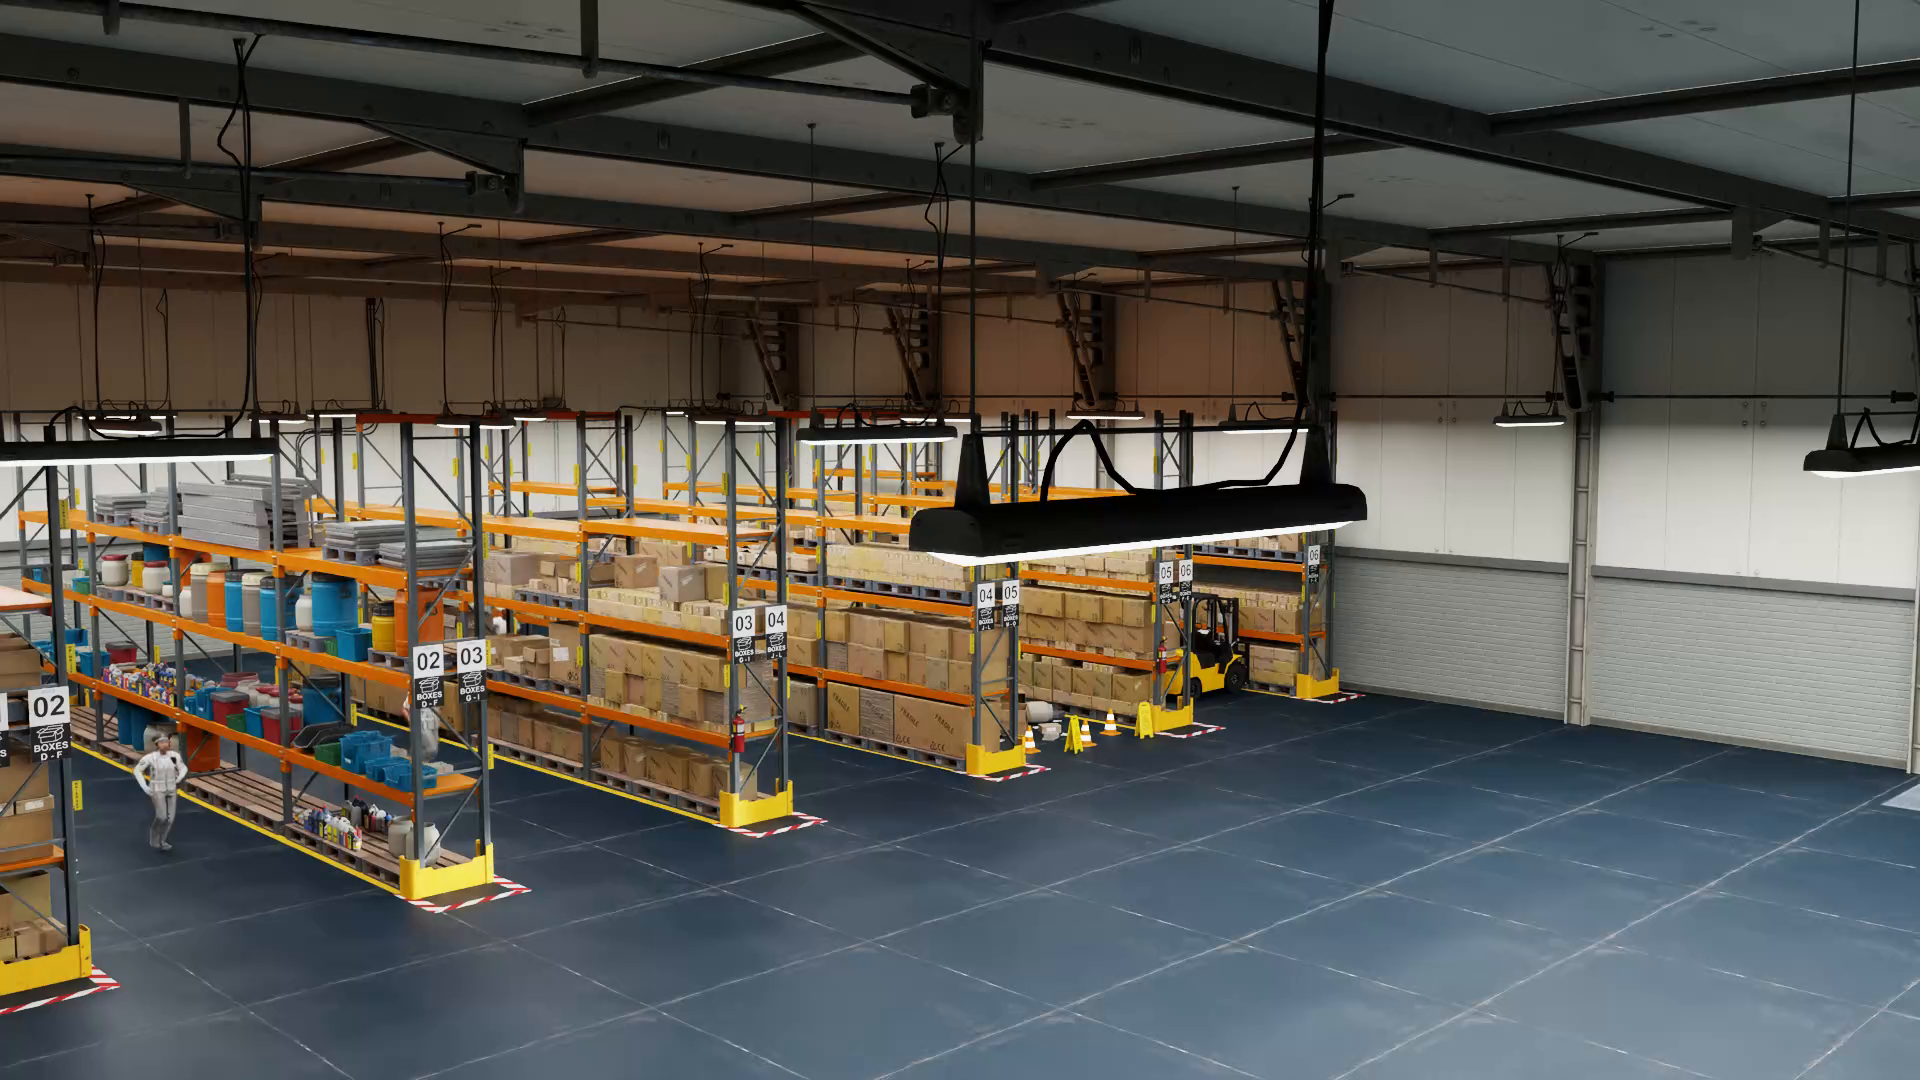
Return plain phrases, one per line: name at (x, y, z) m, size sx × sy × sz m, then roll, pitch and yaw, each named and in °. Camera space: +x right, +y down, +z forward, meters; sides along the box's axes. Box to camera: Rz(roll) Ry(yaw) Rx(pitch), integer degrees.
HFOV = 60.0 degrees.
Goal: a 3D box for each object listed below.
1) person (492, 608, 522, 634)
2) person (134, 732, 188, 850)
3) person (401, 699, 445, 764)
person at (-9.877, 2.288, 36.197) m, size 0.903 × 1.796 × 0.687 m, roll 5°, pitch 7°, yaw 45°
person at (-11.030, 3.484, 23.059) m, size 0.667 × 1.666 × 0.532 m, roll -5°, pitch 7°, yaw -45°
person at (-8.757, 3.075, 27.405) m, size 0.602 × 1.738 × 0.651 m, roll 2°, pitch 6°, yaw 27°
